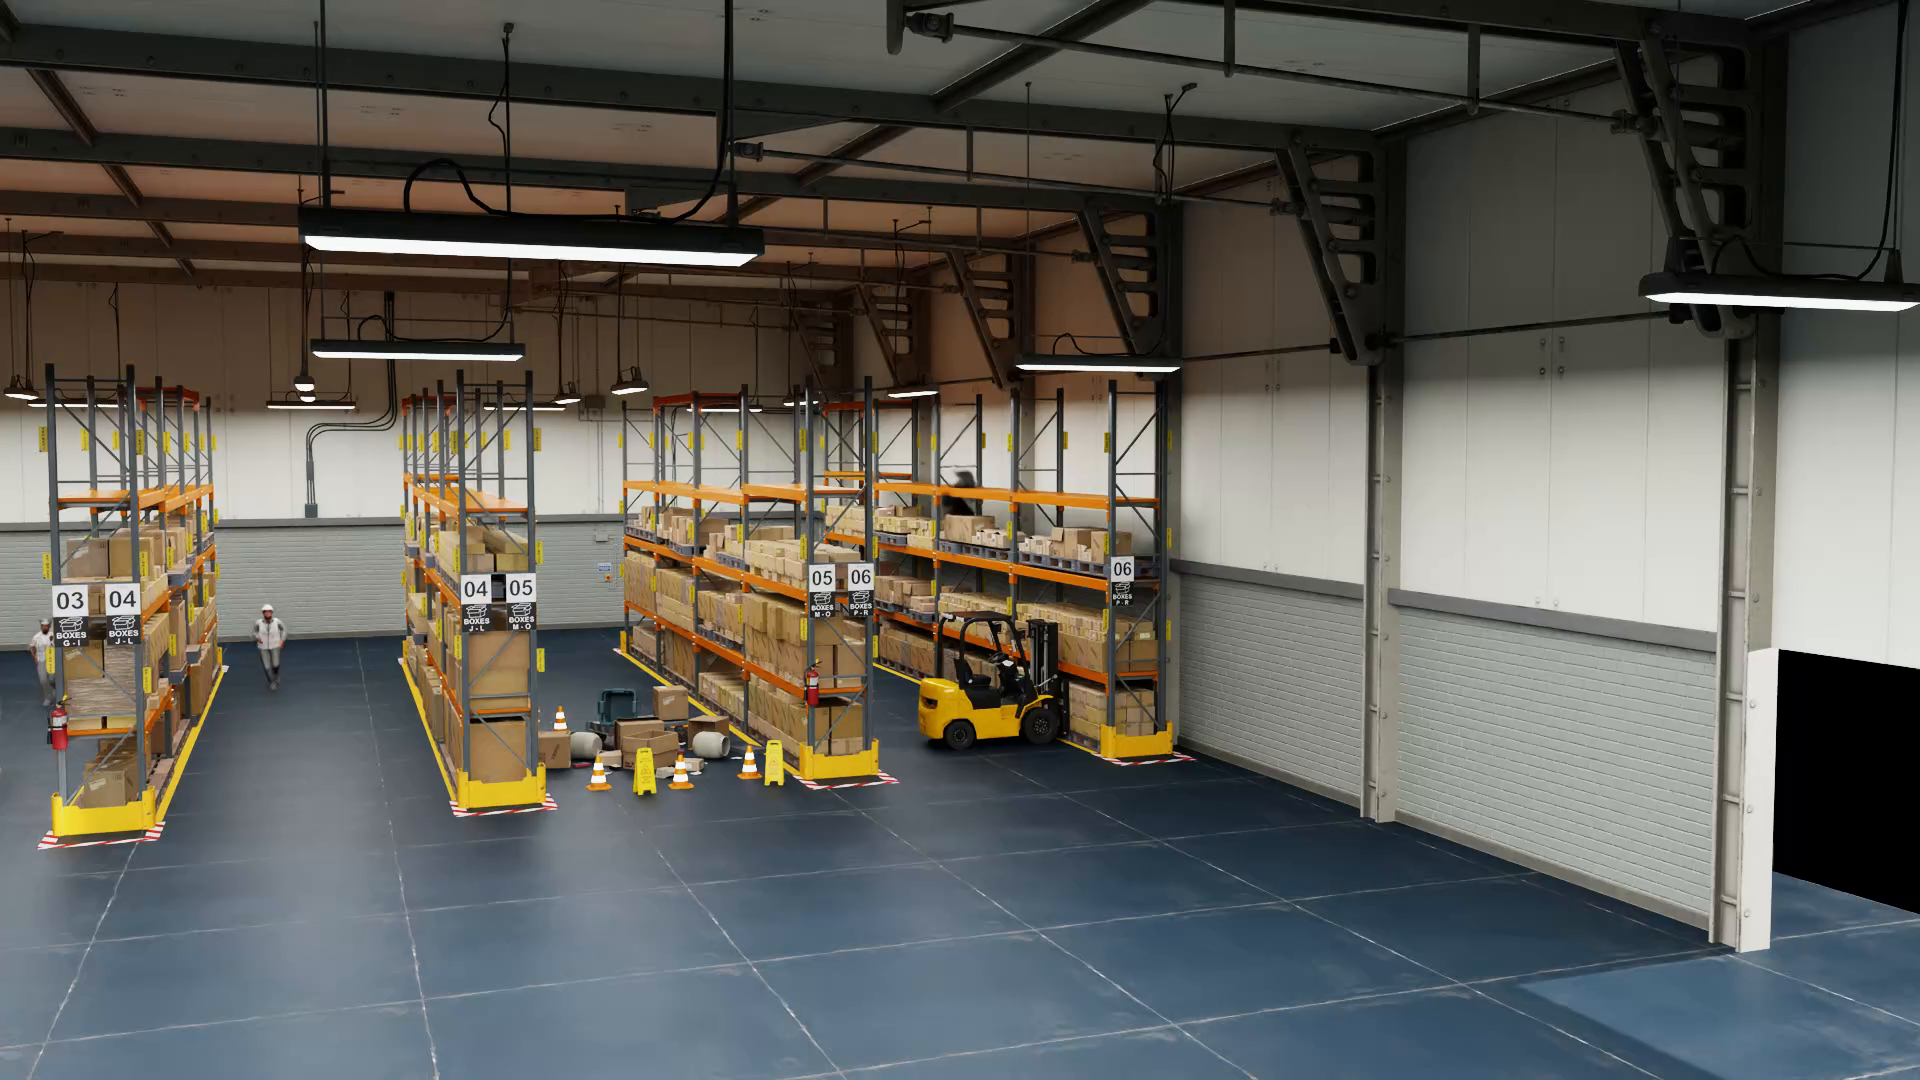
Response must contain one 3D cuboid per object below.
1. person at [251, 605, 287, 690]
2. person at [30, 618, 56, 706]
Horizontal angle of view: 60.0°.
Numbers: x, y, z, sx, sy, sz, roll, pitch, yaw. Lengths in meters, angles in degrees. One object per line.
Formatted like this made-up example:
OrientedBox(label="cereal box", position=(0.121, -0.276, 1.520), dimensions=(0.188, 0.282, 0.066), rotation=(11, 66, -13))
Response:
OrientedBox(label="person", position=(-13.970, 2.174, 33.632), dimensions=(0.667, 1.730, 0.556), rotation=(-1, 4, -19))
OrientedBox(label="person", position=(-17.522, 2.319, 31.937), dimensions=(0.601, 1.668, 0.619), rotation=(-1, 4, -21))
